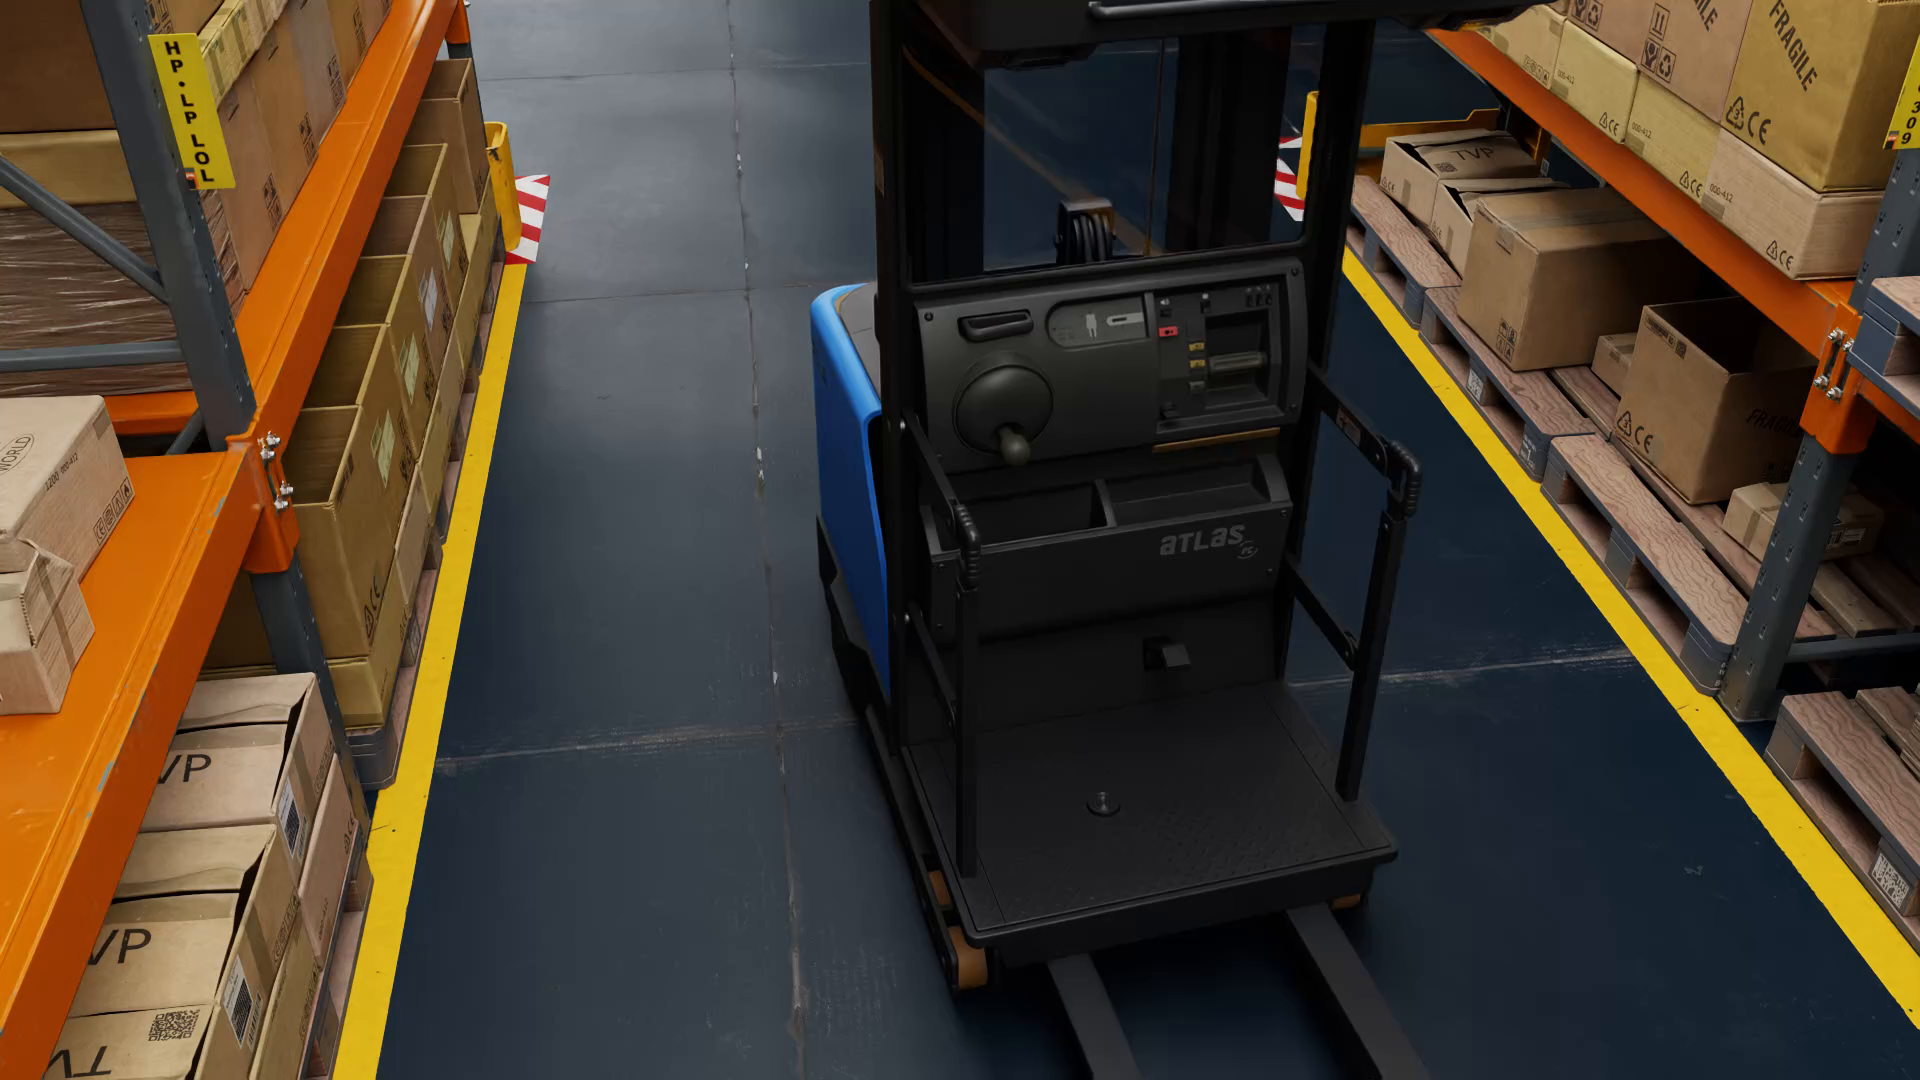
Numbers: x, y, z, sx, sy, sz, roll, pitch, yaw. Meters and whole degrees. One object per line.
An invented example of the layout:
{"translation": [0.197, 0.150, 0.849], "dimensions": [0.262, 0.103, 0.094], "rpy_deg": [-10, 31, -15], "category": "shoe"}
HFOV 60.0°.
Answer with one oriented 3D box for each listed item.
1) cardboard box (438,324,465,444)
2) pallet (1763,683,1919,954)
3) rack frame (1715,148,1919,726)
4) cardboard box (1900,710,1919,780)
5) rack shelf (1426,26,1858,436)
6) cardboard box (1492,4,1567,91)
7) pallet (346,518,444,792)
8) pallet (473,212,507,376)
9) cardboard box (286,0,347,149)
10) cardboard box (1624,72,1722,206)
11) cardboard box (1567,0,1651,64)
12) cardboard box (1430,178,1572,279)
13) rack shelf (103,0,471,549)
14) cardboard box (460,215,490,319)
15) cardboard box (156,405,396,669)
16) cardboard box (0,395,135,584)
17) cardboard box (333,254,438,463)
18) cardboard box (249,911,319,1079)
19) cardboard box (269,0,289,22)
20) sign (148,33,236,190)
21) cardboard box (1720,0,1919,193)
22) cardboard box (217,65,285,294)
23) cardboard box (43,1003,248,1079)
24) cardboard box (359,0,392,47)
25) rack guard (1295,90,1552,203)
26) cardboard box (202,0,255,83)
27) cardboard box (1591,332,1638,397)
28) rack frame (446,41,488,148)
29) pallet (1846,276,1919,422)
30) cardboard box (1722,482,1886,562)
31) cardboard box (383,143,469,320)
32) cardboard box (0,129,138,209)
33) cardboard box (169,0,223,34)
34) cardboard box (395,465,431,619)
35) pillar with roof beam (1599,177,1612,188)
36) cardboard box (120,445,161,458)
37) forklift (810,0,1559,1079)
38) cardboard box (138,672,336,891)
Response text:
{"translation": [-2.073, -0.540, 5.947], "dimensions": [0.500, 0.250, 0.500], "rpy_deg": [-4, 35, -6], "category": "cardboard box"}
{"translation": [2.900, 0.826, 4.350], "dimensions": [1.003, 0.211, 1.213], "rpy_deg": [-4, 35, -6], "category": "pallet"}
{"translation": [2.794, -0.760, 4.202], "dimensions": [1.000, 3.000, 0.127], "rpy_deg": [-4, 35, -6], "category": "rack frame"}
{"translation": [2.910, 0.500, 4.181], "dimensions": [0.700, 0.500, 0.500], "rpy_deg": [-3, 34, -5], "category": "cardboard box"}
{"translation": [2.525, -1.579, 6.042], "dimensions": [1.077, 0.370, 4.000], "rpy_deg": [-4, 35, -6], "category": "rack shelf"}
{"translation": [2.220, -1.787, 5.824], "dimensions": [0.500, 0.250, 0.500], "rpy_deg": [-4, 34, -6], "category": "cardboard box"}
{"translation": [-2.179, 0.322, 5.090], "dimensions": [1.003, 0.211, 1.213], "rpy_deg": [-4, 35, -6], "category": "pallet"}
{"translation": [-2.508, -1.039, 7.088], "dimensions": [1.003, 0.211, 1.213], "rpy_deg": [-4, 35, -6], "category": "pallet"}
{"translation": [-2.391, -1.531, 5.245], "dimensions": [0.700, 0.500, 0.500], "rpy_deg": [-3, 34, -5], "category": "cardboard box"}
{"translation": [2.371, -1.227, 5.002], "dimensions": [0.500, 0.250, 0.500], "rpy_deg": [-4, 35, -6], "category": "cardboard box"}
{"translation": [2.294, -1.817, 5.202], "dimensions": [0.500, 0.500, 0.500], "rpy_deg": [-5, 35, -8], "category": "cardboard box"}
{"translation": [2.337, -1.352, 7.068], "dimensions": [0.500, 0.311, 0.500], "rpy_deg": [-2, 34, -2], "category": "cardboard box"}
{"translation": [-2.383, -1.202, 5.489], "dimensions": [1.077, 0.370, 4.000], "rpy_deg": [-4, 35, -6], "category": "rack shelf"}
{"translation": [-2.208, -1.098, 6.766], "dimensions": [0.500, 0.250, 0.500], "rpy_deg": [-4, 35, -6], "category": "cardboard box"}
{"translation": [-1.866, -0.013, 4.508], "dimensions": [0.500, 0.500, 0.500], "rpy_deg": [-4, 35, -6], "category": "cardboard box"}
{"translation": [-2.005, -0.050, 3.293], "dimensions": [0.500, 0.250, 0.500], "rpy_deg": [-2, 34, -3], "category": "cardboard box"}
{"translation": [-2.001, -0.571, 5.327], "dimensions": [0.500, 0.500, 0.500], "rpy_deg": [-4, 35, -6], "category": "cardboard box"}
{"translation": [-1.705, 1.071, 3.583], "dimensions": [0.500, 0.250, 0.500], "rpy_deg": [-5, 35, -7], "category": "cardboard box"}
{"translation": [-2.136, -1.576, 4.734], "dimensions": [0.380, 0.149, 0.250], "rpy_deg": [-5, 35, -8], "category": "cardboard box"}
{"translation": [-1.578, -0.875, 3.413], "dimensions": [0.100, 0.325, 0.005], "rpy_deg": [-4, 35, -6], "category": "sign"}
{"translation": [2.424, -1.257, 4.380], "dimensions": [0.500, 0.500, 0.500], "rpy_deg": [-4, 35, -6], "category": "cardboard box"}
{"translation": [-2.257, -0.965, 4.414], "dimensions": [0.700, 0.500, 0.500], "rpy_deg": [-5, 35, -7], "category": "cardboard box"}
{"translation": [-1.635, 1.121, 3.013], "dimensions": [0.500, 0.311, 0.500], "rpy_deg": [-4, 35, -7], "category": "cardboard box"}
{"translation": [-2.527, -2.102, 6.083], "dimensions": [0.700, 0.500, 0.500], "rpy_deg": [-4, 34, -5], "category": "cardboard box"}
{"translation": [2.266, -1.917, 8.119], "dimensions": [1.175, 0.500, 0.348], "rpy_deg": [-4, 35, -6], "category": "rack guard"}
{"translation": [-2.065, -1.287, 4.311], "dimensions": [0.380, 0.149, 0.250], "rpy_deg": [-5, 35, -7], "category": "cardboard box"}
{"translation": [2.599, -0.658, 6.193], "dimensions": [0.380, 0.149, 0.250], "rpy_deg": [-7, 35, -10], "category": "cardboard box"}
{"translation": [-2.652, -2.615, 6.924], "dimensions": [1.000, 3.000, 0.127], "rpy_deg": [-4, 35, -6], "category": "rack frame"}
{"translation": [2.753, -0.244, 3.614], "dimensions": [1.003, 0.211, 1.213], "rpy_deg": [-4, 35, -6], "category": "pallet"}
{"translation": [2.692, -0.068, 5.311], "dimensions": [0.380, 0.166, 0.250], "rpy_deg": [-9, 35, -13], "category": "cardboard box"}
{"translation": [-2.136, -1.129, 6.146], "dimensions": [0.500, 0.500, 0.500], "rpy_deg": [-4, 35, -6], "category": "cardboard box"}
{"translation": [-1.958, -0.857, 3.679], "dimensions": [0.380, 0.149, 0.250], "rpy_deg": [-4, 35, -6], "category": "cardboard box"}
{"translation": [-2.249, -1.490, 4.031], "dimensions": [0.700, 0.500, 0.500], "rpy_deg": [-4, 35, -6], "category": "cardboard box"}
{"translation": [-1.938, 0.018, 5.128], "dimensions": [0.500, 0.250, 0.500], "rpy_deg": [-4, 35, -6], "category": "cardboard box"}
{"translation": [-1.058, -4.820, 4.833], "dimensions": [9.100, 9.000, 0.400], "rpy_deg": [-4, 35, -6], "category": "pillar with roof beam"}
{"translation": [-2.449, -0.252, 4.860], "dimensions": [0.500, 0.500, 0.500], "rpy_deg": [-4, 35, -6], "category": "cardboard box"}
{"translation": [0.420, -0.345, 3.654], "dimensions": [1.130, 2.935, 3.031], "rpy_deg": [-9, 35, -13], "category": "forklift"}
{"translation": [-1.775, 0.552, 3.847], "dimensions": [0.500, 0.311, 0.500], "rpy_deg": [-4, 35, -6], "category": "cardboard box"}
